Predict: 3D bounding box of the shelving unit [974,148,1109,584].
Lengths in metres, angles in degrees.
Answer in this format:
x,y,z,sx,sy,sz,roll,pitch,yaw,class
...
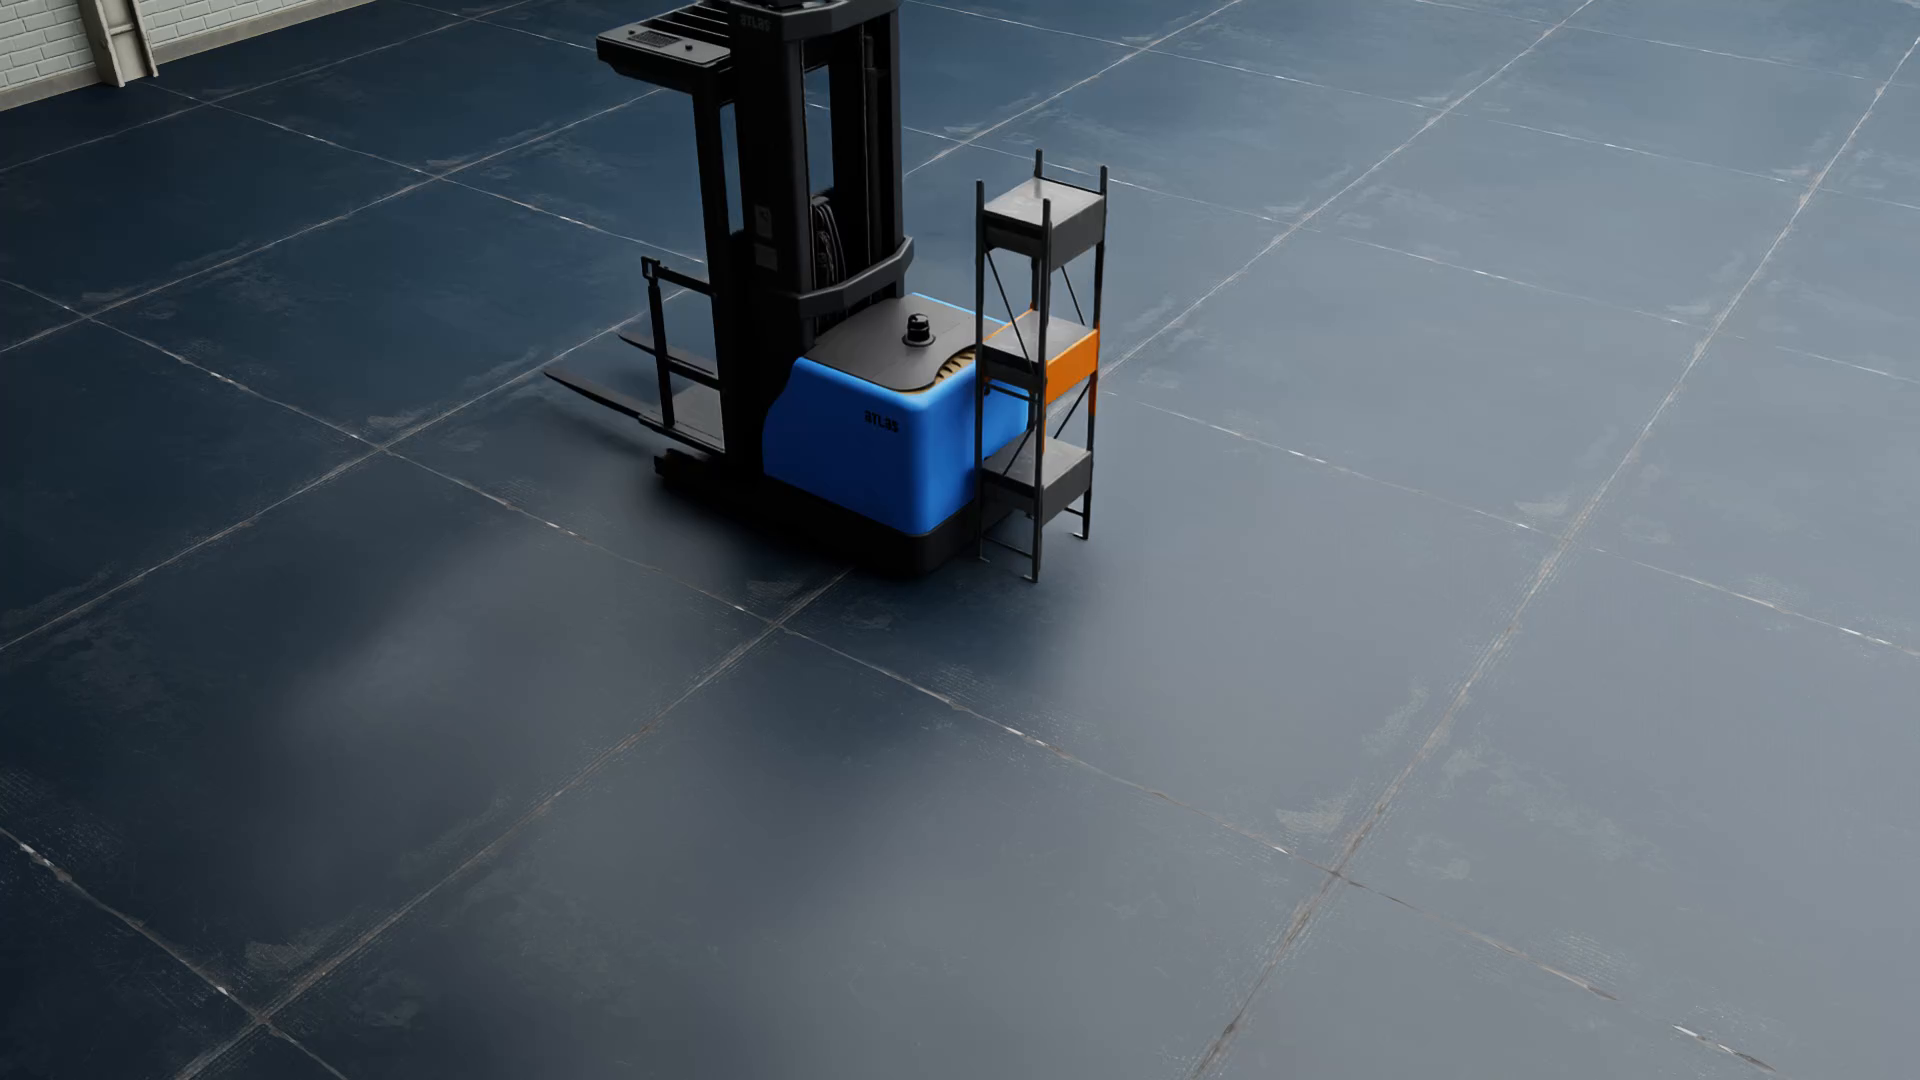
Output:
x,y,z,sx,sy,sz,roll,pitch,yaw,class
0.384,-0.824,8.269,0.431,2.100,0.503,22,40,29,shelving unit

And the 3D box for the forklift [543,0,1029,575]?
x,y,z,sx,sy,sz,roll,pitch,yaw,class
-1.106,-1.693,8.812,3.031,2.935,1.130,23,40,30,forklift

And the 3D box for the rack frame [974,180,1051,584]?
x,y,z,sx,sy,sz,roll,pitch,yaw,class
0.241,-0.713,8.105,0.400,2.100,0.015,22,40,29,rack frame

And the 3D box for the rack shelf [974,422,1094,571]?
x,y,z,sx,sy,sz,roll,pitch,yaw,class
0.384,-0.233,8.669,0.431,0.518,0.480,22,40,29,rack shelf

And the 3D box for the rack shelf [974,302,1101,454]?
x,y,z,sx,sy,sz,roll,pitch,yaw,class
0.384,-0.812,8.277,0.431,0.518,0.480,22,40,29,rack shelf

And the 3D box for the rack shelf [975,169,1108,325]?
x,y,z,sx,sy,sz,roll,pitch,yaw,class
0.384,-1.392,7.885,0.431,0.518,0.480,22,40,29,rack shelf

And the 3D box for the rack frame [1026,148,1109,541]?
x,y,z,sx,sy,sz,roll,pitch,yaw,class
0.527,-0.935,8.433,0.400,2.100,0.015,22,40,29,rack frame

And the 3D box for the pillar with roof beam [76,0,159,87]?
x,y,z,sx,sy,sz,roll,pitch,yaw,class
-4.029,-6.561,10.595,9.100,9.000,0.400,21,39,28,pillar with roof beam
